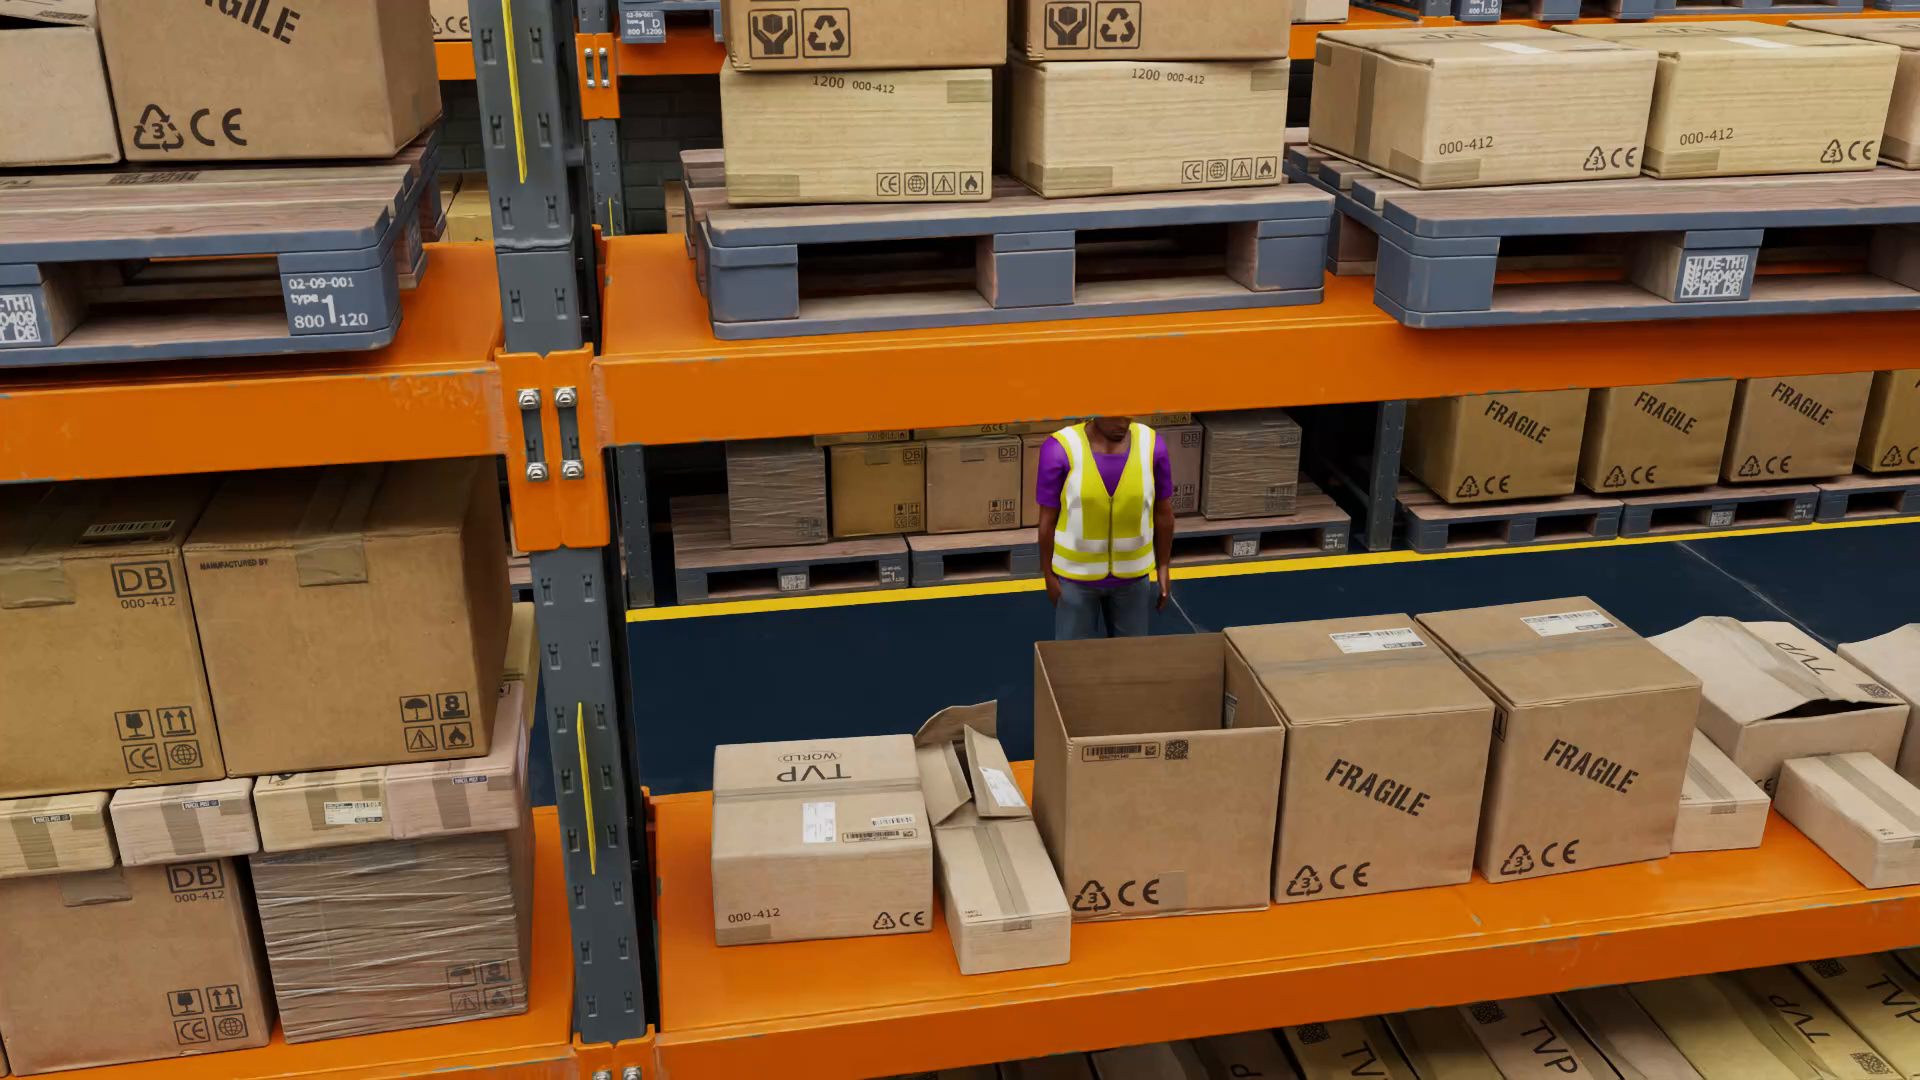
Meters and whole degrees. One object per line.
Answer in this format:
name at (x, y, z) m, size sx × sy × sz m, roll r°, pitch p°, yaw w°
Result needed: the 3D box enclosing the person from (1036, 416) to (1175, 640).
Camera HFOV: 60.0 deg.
person at (0.591, 0.125, 6.778) m, size 0.567 × 1.763 × 0.364 m, roll -4°, pitch 23°, yaw -9°
